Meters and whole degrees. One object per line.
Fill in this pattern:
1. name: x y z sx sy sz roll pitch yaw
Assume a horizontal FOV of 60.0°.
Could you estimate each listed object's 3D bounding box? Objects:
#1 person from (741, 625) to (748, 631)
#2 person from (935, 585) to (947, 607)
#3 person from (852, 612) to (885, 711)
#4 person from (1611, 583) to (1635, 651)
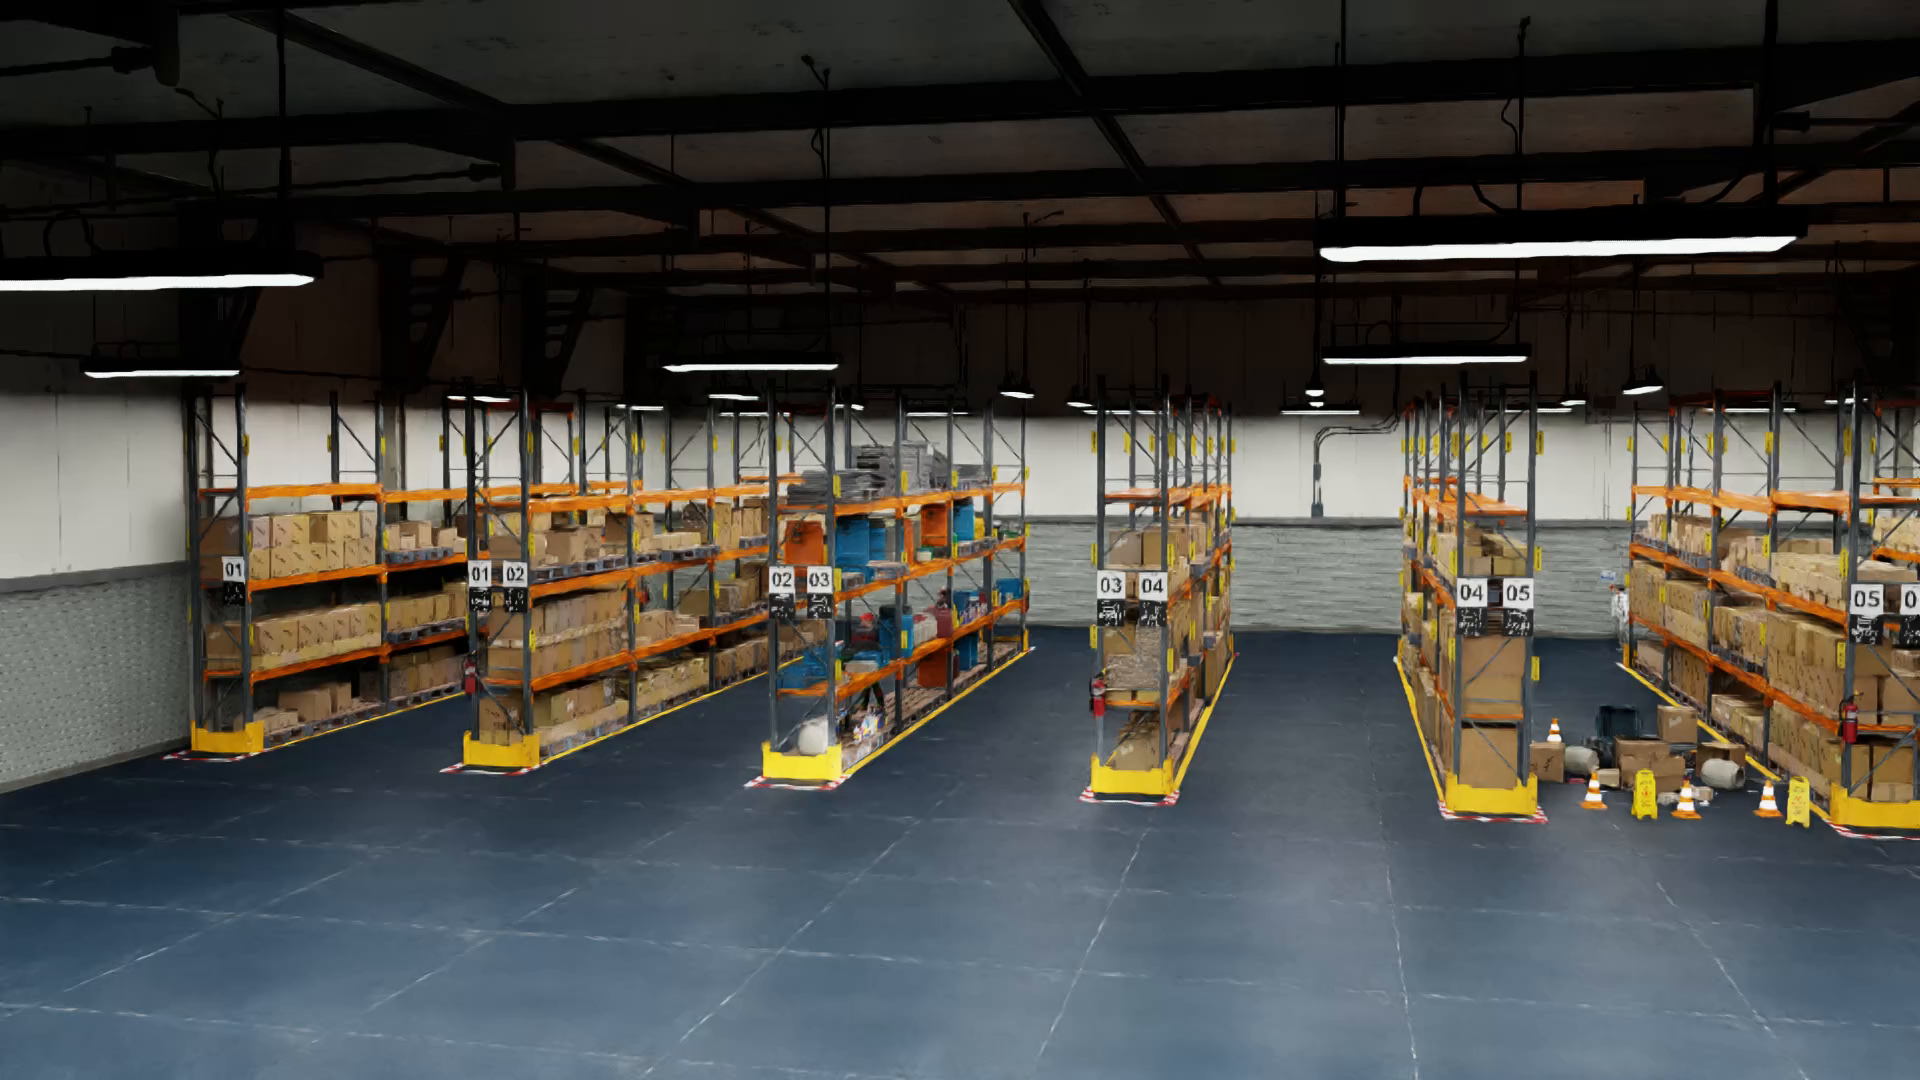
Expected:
1. person: -5.466 1.742 41.472 0.582 1.748 0.637 3 4 38
2. person: -0.401 1.921 38.063 0.642 1.771 0.692 2 4 34
3. person: -1.658 2.184 29.870 0.618 1.790 0.707 0 3 0
4. person: 15.999 1.867 40.175 0.437 1.659 0.621 -1 4 -23
